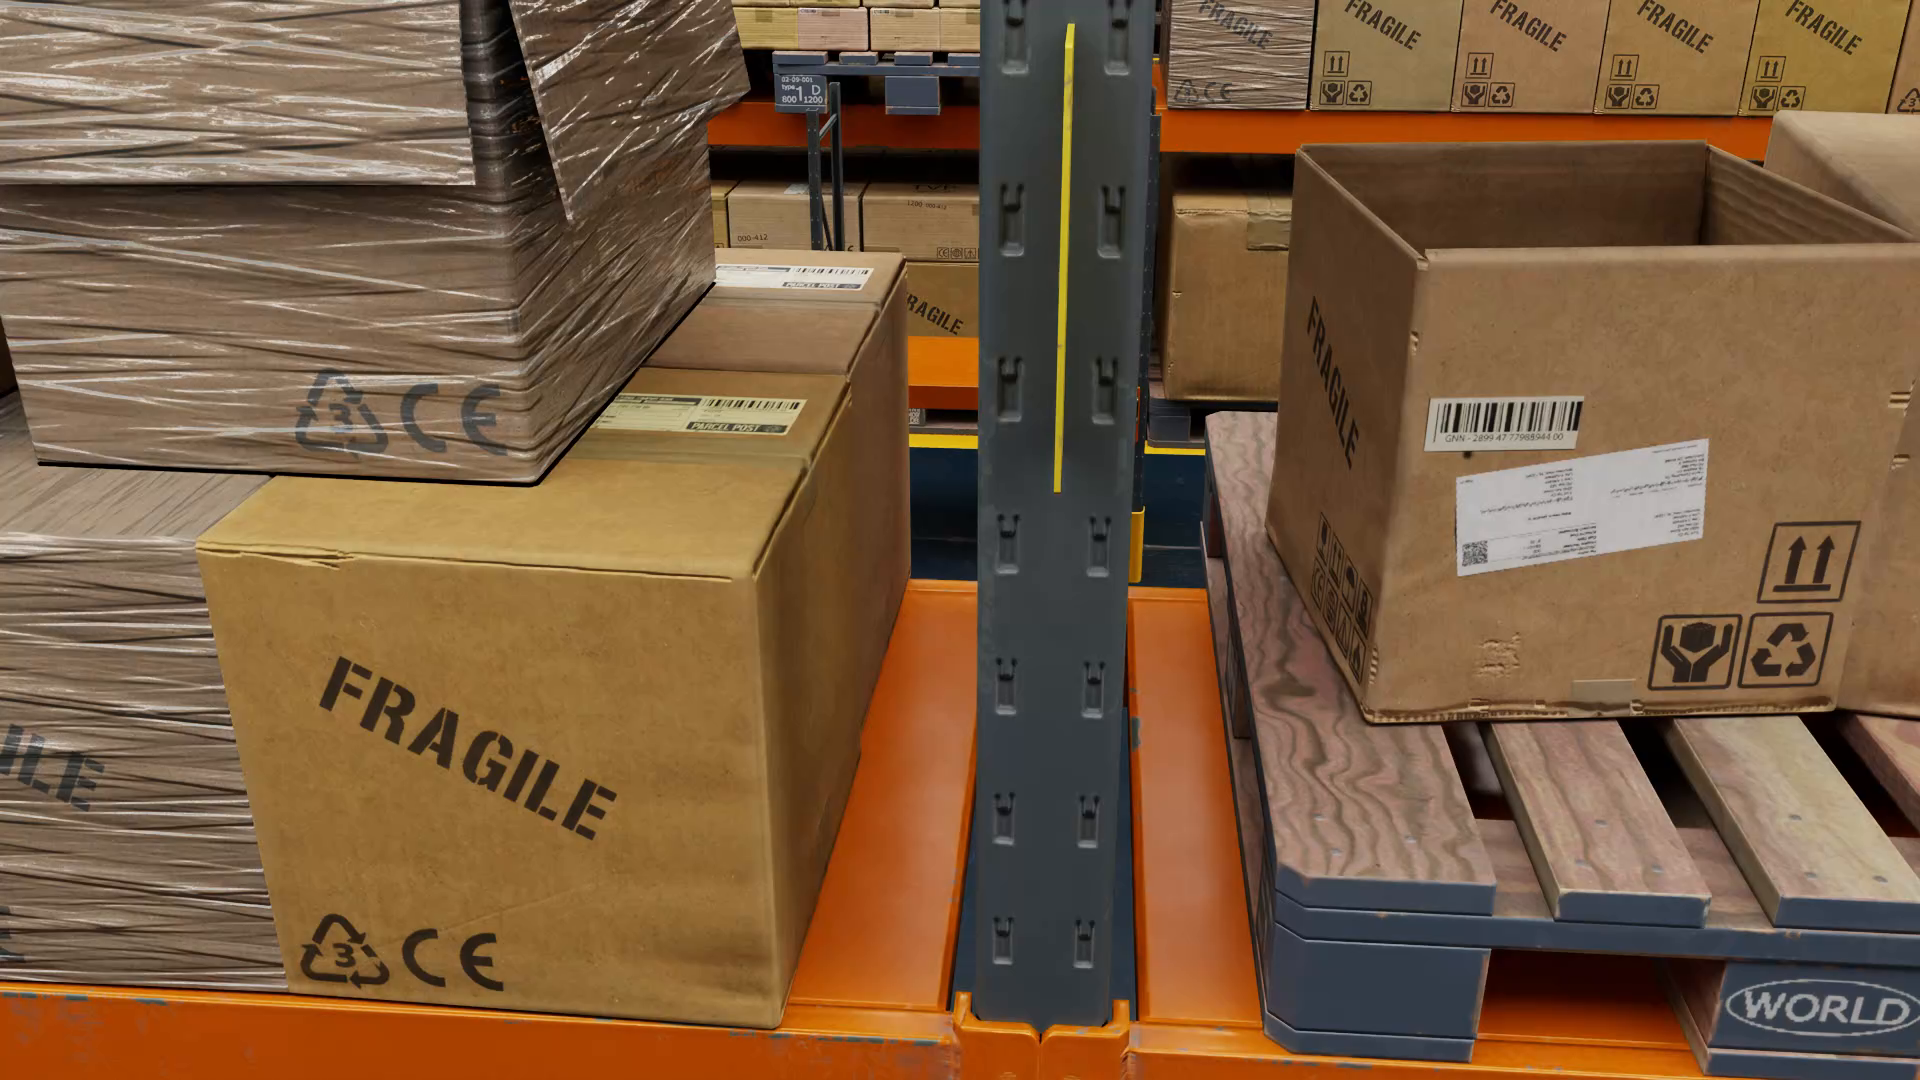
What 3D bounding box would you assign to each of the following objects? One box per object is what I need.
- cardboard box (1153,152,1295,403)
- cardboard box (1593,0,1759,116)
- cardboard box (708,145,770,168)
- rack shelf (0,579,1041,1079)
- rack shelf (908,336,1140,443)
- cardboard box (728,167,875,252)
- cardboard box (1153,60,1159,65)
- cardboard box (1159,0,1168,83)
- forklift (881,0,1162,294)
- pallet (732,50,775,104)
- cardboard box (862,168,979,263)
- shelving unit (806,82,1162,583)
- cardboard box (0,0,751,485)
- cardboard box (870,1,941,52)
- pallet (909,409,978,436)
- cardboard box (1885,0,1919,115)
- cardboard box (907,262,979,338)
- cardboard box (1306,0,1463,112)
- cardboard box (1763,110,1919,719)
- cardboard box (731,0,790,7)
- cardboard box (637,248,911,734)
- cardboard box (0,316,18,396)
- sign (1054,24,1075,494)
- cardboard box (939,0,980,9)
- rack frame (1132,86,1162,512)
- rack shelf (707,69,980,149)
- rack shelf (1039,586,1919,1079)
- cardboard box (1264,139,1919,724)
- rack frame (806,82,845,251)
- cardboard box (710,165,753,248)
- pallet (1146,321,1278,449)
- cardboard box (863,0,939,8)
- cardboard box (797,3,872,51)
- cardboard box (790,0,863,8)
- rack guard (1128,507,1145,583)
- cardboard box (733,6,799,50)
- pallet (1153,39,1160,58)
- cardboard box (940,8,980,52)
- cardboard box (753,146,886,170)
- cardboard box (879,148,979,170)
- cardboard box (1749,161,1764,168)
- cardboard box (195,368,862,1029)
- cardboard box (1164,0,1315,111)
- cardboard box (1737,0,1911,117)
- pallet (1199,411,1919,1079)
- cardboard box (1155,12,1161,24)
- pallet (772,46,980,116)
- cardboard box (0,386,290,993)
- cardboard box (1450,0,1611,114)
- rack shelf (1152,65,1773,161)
[{"bbox_3d":[1.196,-1.083,6.704,0.750,0.750,1.050,2,25,3],"label":"cardboard box"},{"bbox_3d":[2.529,-1.841,6.044,0.500,0.500,0.500,2,25,3],"label":"cardboard box"},{"bbox_3d":[-1.071,-1.527,7.072,0.500,0.250,0.500,2,25,4],"label":"cardboard box"},{"bbox_3d":[-1.879,0.356,2.249,4.000,0.370,1.077,2,25,4],"label":"rack shelf"},{"bbox_3d":[0.085,-0.515,5.506,1.000,0.185,0.538,2,25,4],"label":"rack shelf"},{"bbox_3d":[-0.611,-1.291,6.559,0.500,0.250,0.500,2,25,5],"label":"cardboard box"},{"bbox_3d":[1.436,-3.012,11.349,0.625,0.372,0.950,0,25,0],"label":"cardboard box"},{"bbox_3d":[1.065,-2.114,6.636,0.500,0.500,0.500,2,25,4],"label":"cardboard box"},{"bbox_3d":[0.820,-2.760,8.243,3.031,2.935,1.130,1,25,2],"label":"forklift"},{"bbox_3d":[-1.381,-1.930,6.586,1.213,0.211,1.003,2,25,4],"label":"pallet"},{"bbox_3d":[-0.106,-1.280,6.534,0.500,0.250,0.500,1,25,3],"label":"cardboard box"},{"bbox_3d":[0.076,-0.679,5.431,1.083,1.500,0.587,2,25,4],"label":"shelving unit"},{"bbox_3d":[-0.613,-0.438,1.795,0.637,0.503,0.797,3,25,6],"label":"cardboard box"},{"bbox_3d":[-0.179,-1.881,6.047,0.250,0.149,0.380,2,25,4],"label":"cardboard box"},{"bbox_3d":[-0.183,-0.730,7.084,1.213,0.211,1.003,2,25,4],"label":"pallet"},{"bbox_3d":[3.539,-1.810,5.976,0.500,0.500,0.500,2,25,3],"label":"cardboard box"},{"bbox_3d":[-0.081,-0.939,6.689,0.500,0.500,0.500,2,25,4],"label":"cardboard box"},{"bbox_3d":[1.530,-1.875,6.116,0.500,0.500,0.500,2,25,3],"label":"cardboard box"},{"bbox_3d":[1.221,-0.167,1.902,0.500,0.500,0.700,5,25,12],"label":"cardboard box"},{"bbox_3d":[-0.710,-2.032,6.021,0.250,0.149,0.380,2,25,4],"label":"cardboard box"},{"bbox_3d":[-0.349,-0.082,2.219,0.500,0.500,0.500,3,25,6],"label":"cardboard box"},{"bbox_3d":[-1.262,-0.460,1.843,0.637,0.503,0.797,2,25,5],"label":"cardboard box"},{"bbox_3d":[0.076,-0.202,1.215,0.005,0.325,0.100,2,25,4],"label":"sign"},{"bbox_3d":[0.068,-2.009,5.970,0.250,0.149,0.380,2,25,5],"label":"cardboard box"},{"bbox_3d":[0.592,-0.662,5.395,0.032,1.500,0.500,2,25,4],"label":"rack frame"},{"bbox_3d":[-1.398,-1.708,6.735,4.000,0.370,1.077,2,25,4],"label":"rack shelf"},{"bbox_3d":[2.109,0.484,1.971,4.000,0.370,1.077,2,25,4],"label":"rack shelf"},{"bbox_3d":[0.657,-0.143,1.850,0.500,0.500,0.500,-1,25,-2],"label":"cardboard box"},{"bbox_3d":[-0.422,-0.695,5.466,0.032,1.500,0.500,2,25,4],"label":"rack frame"},{"bbox_3d":[-1.116,-1.314,6.608,0.500,0.250,0.500,2,25,5],"label":"cardboard box"},{"bbox_3d":[1.376,-0.648,6.905,1.213,0.211,1.003,2,25,4],"label":"pallet"},{"bbox_3d":[-0.198,-2.017,5.987,0.250,0.149,0.380,3,25,6],"label":"cardboard box"},{"bbox_3d":[-0.435,-1.889,6.065,0.250,0.149,0.380,2,25,5],"label":"cardboard box"},{"bbox_3d":[-0.461,-2.024,6.003,0.250,0.149,0.380,2,25,5],"label":"cardboard box"},{"bbox_3d":[0.573,-0.095,5.658,0.087,0.250,0.587,2,25,4],"label":"rack guard"},{"bbox_3d":[-0.684,-1.898,6.085,0.250,0.149,0.380,2,25,3],"label":"cardboard box"},{"bbox_3d":[2.068,-4.797,15.923,1.213,0.211,1.003,2,25,4],"label":"pallet"},{"bbox_3d":[0.069,-1.872,6.028,0.250,0.149,0.380,2,25,5],"label":"cardboard box"},{"bbox_3d":[-0.579,-1.506,7.026,0.500,0.250,0.500,2,25,3],"label":"cardboard box"},{"bbox_3d":[-0.073,-1.490,6.991,0.500,0.250,0.500,1,25,2],"label":"cardboard box"},{"bbox_3d":[2.997,-1.027,6.582,0.750,0.750,1.050,2,25,4],"label":"cardboard box"},{"bbox_3d":[-0.396,0.135,1.749,0.500,0.500,0.500,3,25,6],"label":"cardboard box"},{"bbox_3d":[1.023,-1.890,6.149,0.500,0.500,0.500,2,25,5],"label":"cardboard box"},{"bbox_3d":[3.035,-1.826,6.011,0.500,0.500,0.500,2,25,5],"label":"cardboard box"},{"bbox_3d":[0.834,0.158,2.047,1.003,0.211,1.213,2,25,4],"label":"pallet"},{"bbox_3d":[1.871,-5.193,15.785,0.625,0.625,0.875,3,25,6],"label":"cardboard box"},{"bbox_3d":[-0.123,-1.862,6.439,1.003,0.211,1.213,2,25,4],"label":"pallet"},{"bbox_3d":[-0.892,0.116,1.789,0.500,0.500,0.500,2,25,4],"label":"cardboard box"},{"bbox_3d":[2.033,-1.858,6.081,0.500,0.500,0.500,2,25,4],"label":"cardboard box"},{"bbox_3d":[2.590,-1.580,6.457,4.000,0.370,1.077,2,25,4],"label":"rack shelf"}]
